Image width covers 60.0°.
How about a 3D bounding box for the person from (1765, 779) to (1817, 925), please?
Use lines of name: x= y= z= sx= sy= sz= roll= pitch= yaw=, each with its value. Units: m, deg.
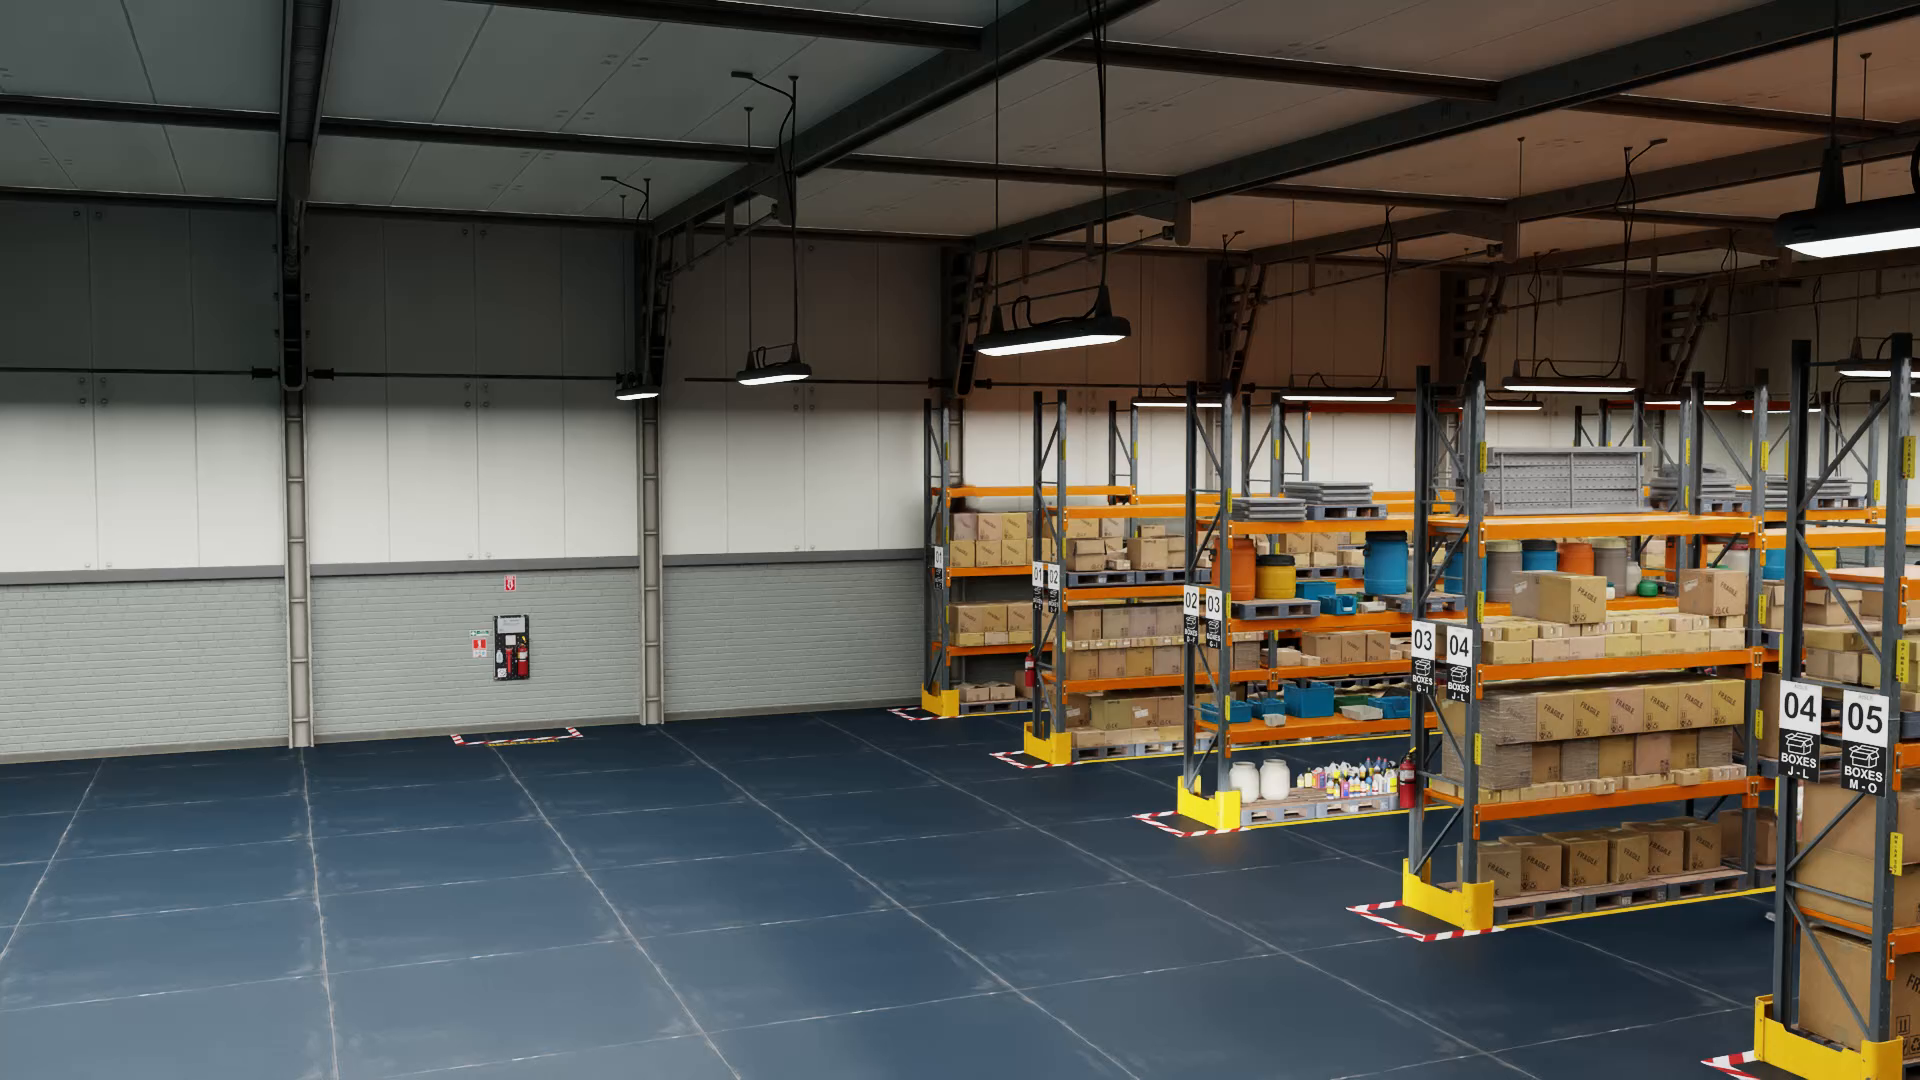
person: x=8.973 y=3.231 z=17.794 sx=0.536 sy=1.763 sz=0.521 roll=-1 pitch=4 yaw=-24
